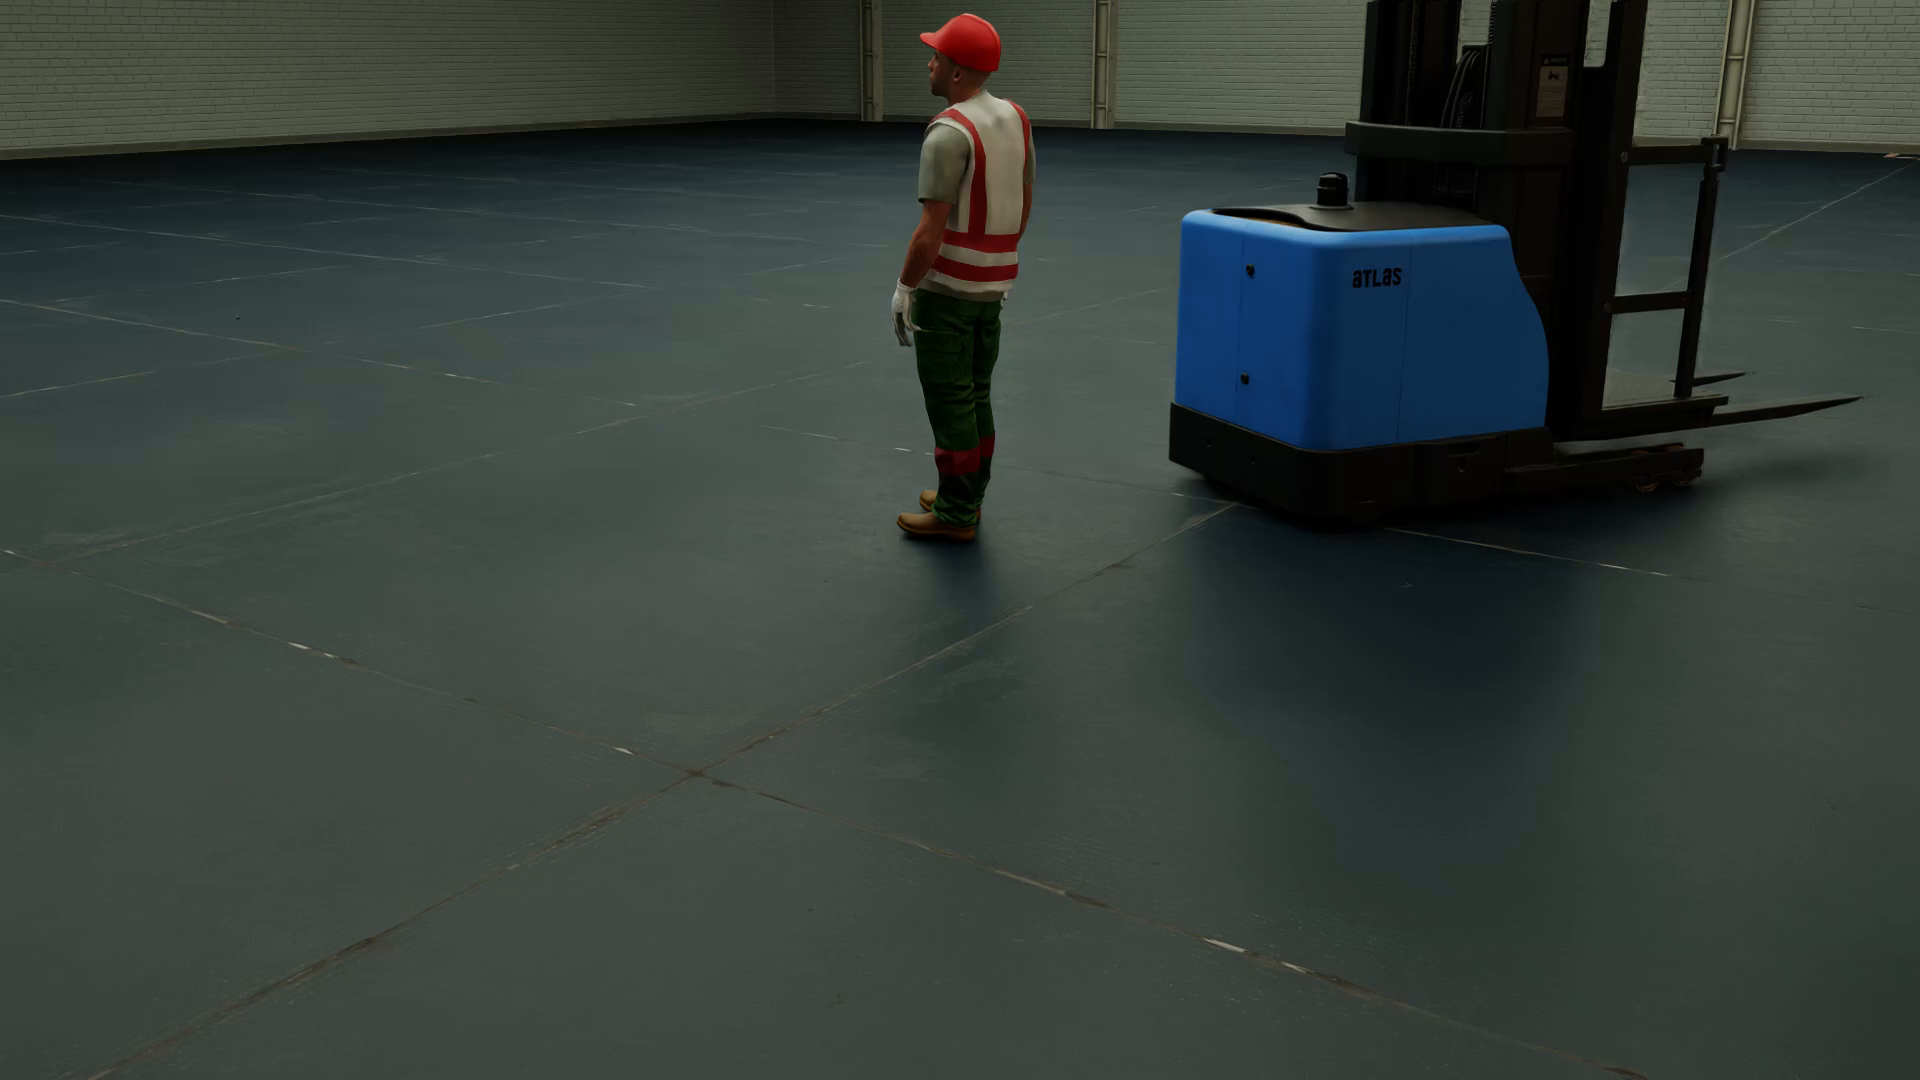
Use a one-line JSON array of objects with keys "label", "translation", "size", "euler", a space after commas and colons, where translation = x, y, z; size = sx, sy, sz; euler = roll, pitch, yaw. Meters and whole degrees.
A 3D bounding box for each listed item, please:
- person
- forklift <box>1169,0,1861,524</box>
[{"label": "person", "translation": [-0.059, -0.880, 5.743], "size": [0.564, 1.787, 0.638], "euler": [11, 20, 33]}, {"label": "forklift", "translation": [2.416, -1.723, 6.594], "size": [3.031, 2.935, 1.130], "euler": [-7, 18, -23]}]
